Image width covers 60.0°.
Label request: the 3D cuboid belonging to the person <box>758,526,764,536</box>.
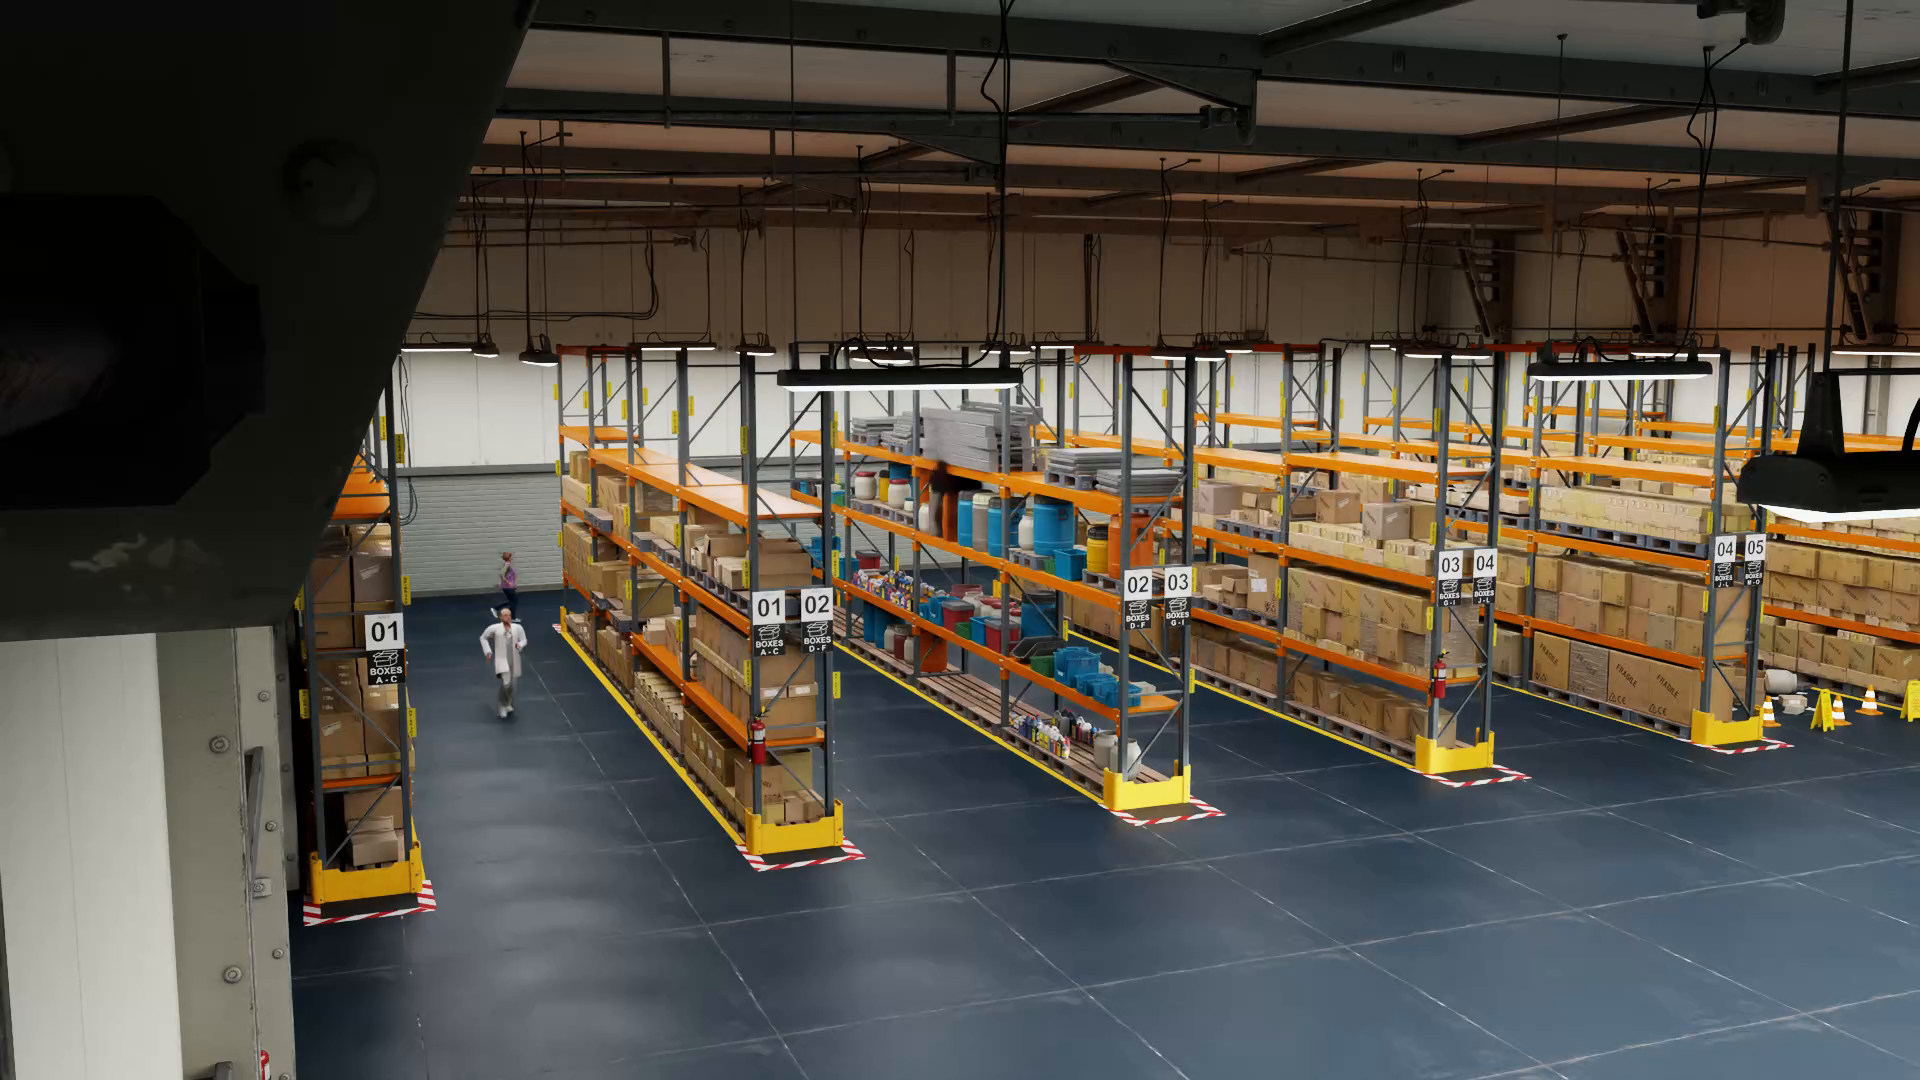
[{"bbox_3d":[-4.993,0.470,39.943,0.566,1.621,0.605,3,8,20],"label":"person"}]

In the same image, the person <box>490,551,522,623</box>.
[{"bbox_3d":[-9.765,1.018,35.756,0.680,1.562,0.529,-3,8,-20],"label":"person"}]

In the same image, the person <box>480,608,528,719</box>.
[{"bbox_3d":[-7.400,2.013,27.152,0.694,1.791,0.764,-5,9,-33],"label":"person"}]

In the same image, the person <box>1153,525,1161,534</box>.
[{"bbox_3d":[4.511,0.290,40.730,0.888,1.719,0.844,4,8,26],"label":"person"}]
